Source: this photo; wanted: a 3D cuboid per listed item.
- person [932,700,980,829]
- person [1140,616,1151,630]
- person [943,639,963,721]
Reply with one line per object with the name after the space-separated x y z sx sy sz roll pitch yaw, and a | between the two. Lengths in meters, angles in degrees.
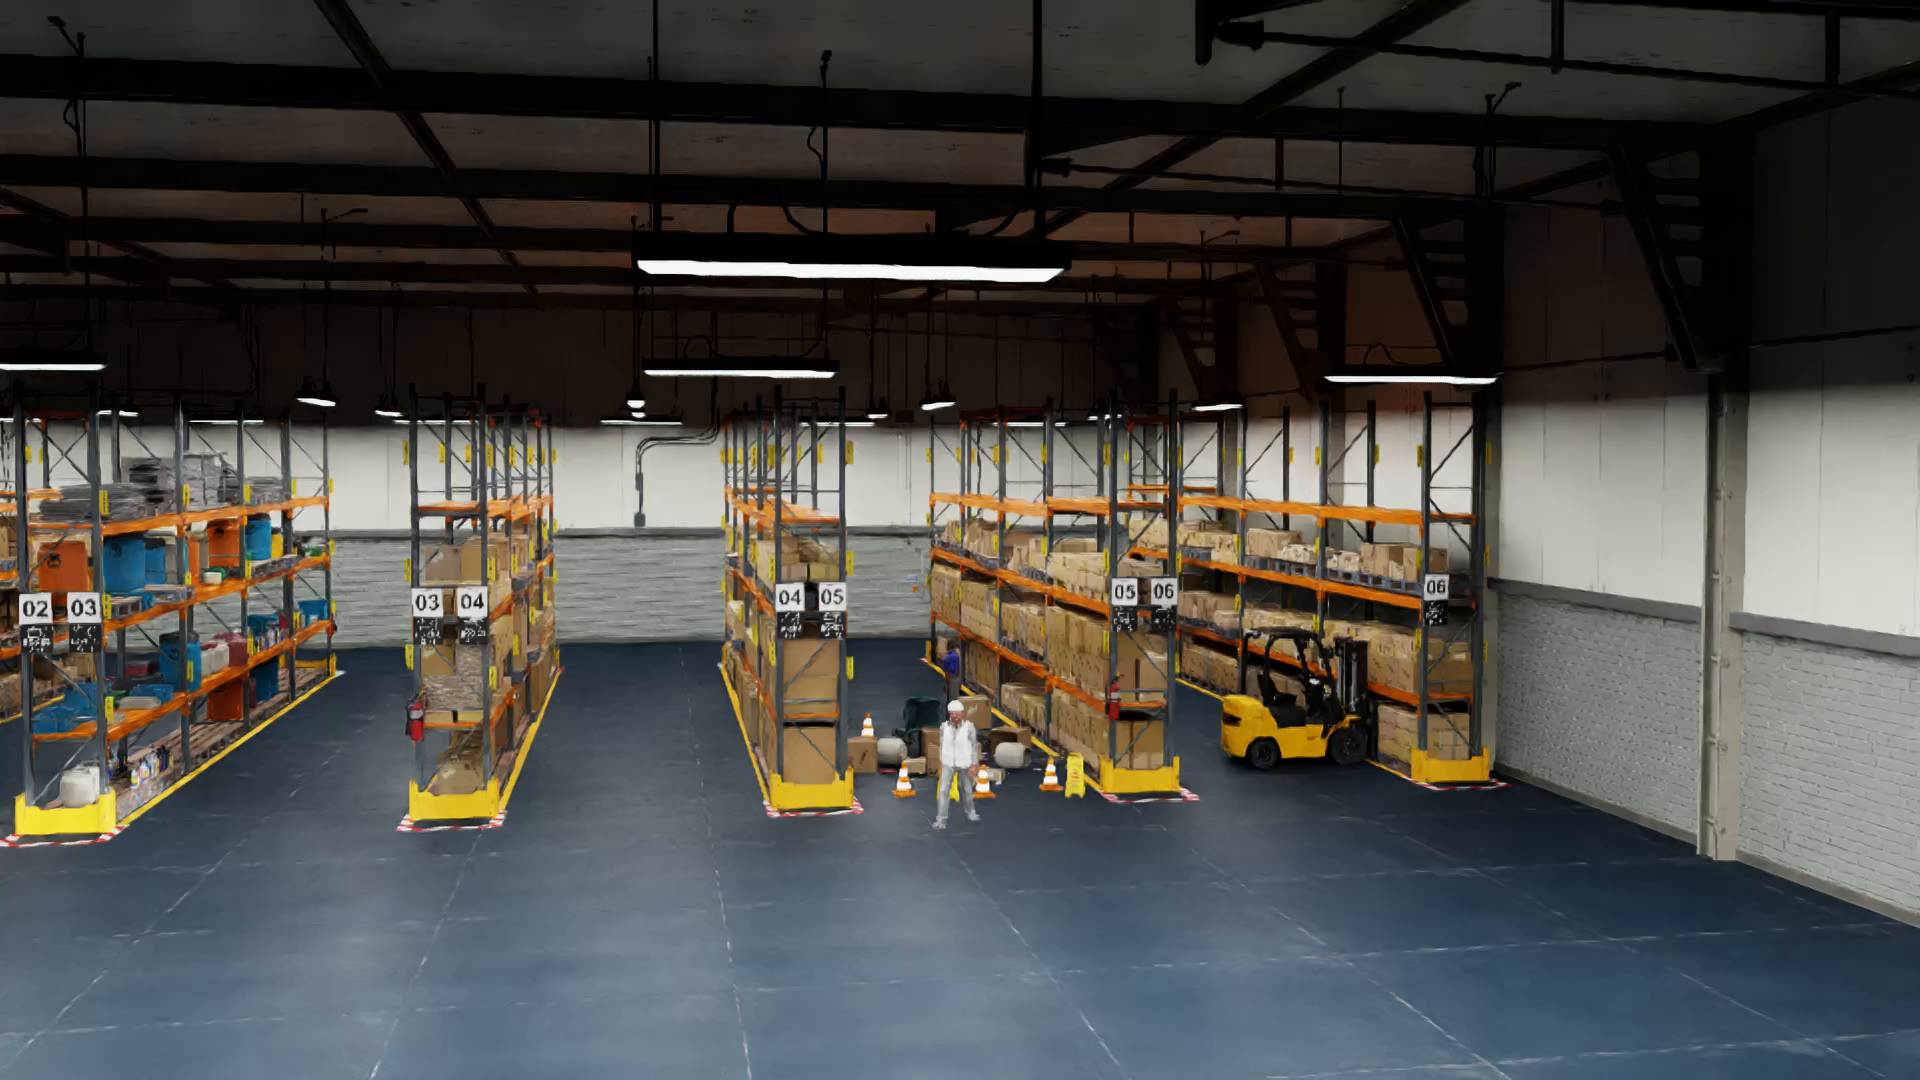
-0.036 3.005 22.434 0.579 1.732 0.953 1 3 13 | person
4.814 2.038 42.591 0.353 1.592 0.511 -2 4 -39 | person
-0.167 2.648 30.389 0.554 1.600 0.547 1 3 16 | person
